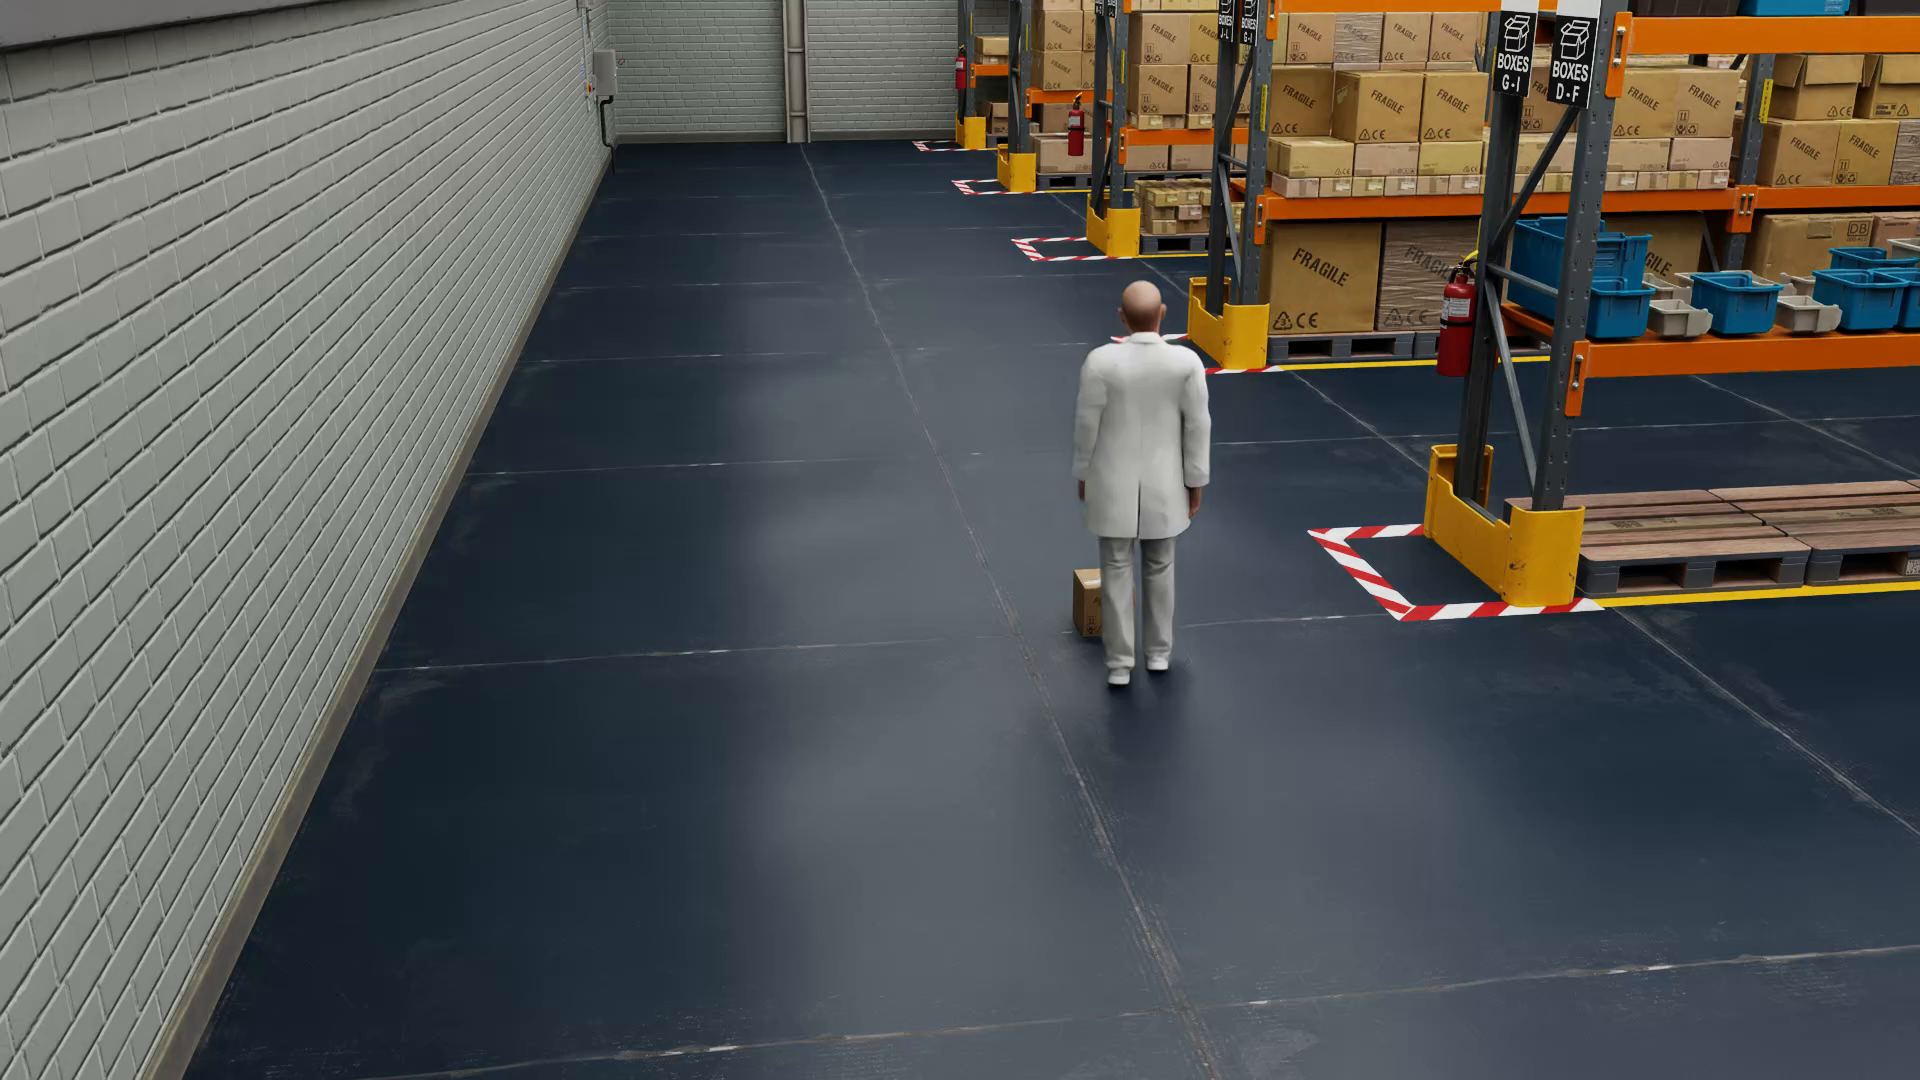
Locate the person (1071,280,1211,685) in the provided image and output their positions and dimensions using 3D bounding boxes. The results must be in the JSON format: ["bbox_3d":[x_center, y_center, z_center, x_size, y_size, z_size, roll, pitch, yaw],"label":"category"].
[{"bbox_3d":[0.786,-0.249,7.282,0.599,1.797,0.585,0,20,0],"label":"person"}]
